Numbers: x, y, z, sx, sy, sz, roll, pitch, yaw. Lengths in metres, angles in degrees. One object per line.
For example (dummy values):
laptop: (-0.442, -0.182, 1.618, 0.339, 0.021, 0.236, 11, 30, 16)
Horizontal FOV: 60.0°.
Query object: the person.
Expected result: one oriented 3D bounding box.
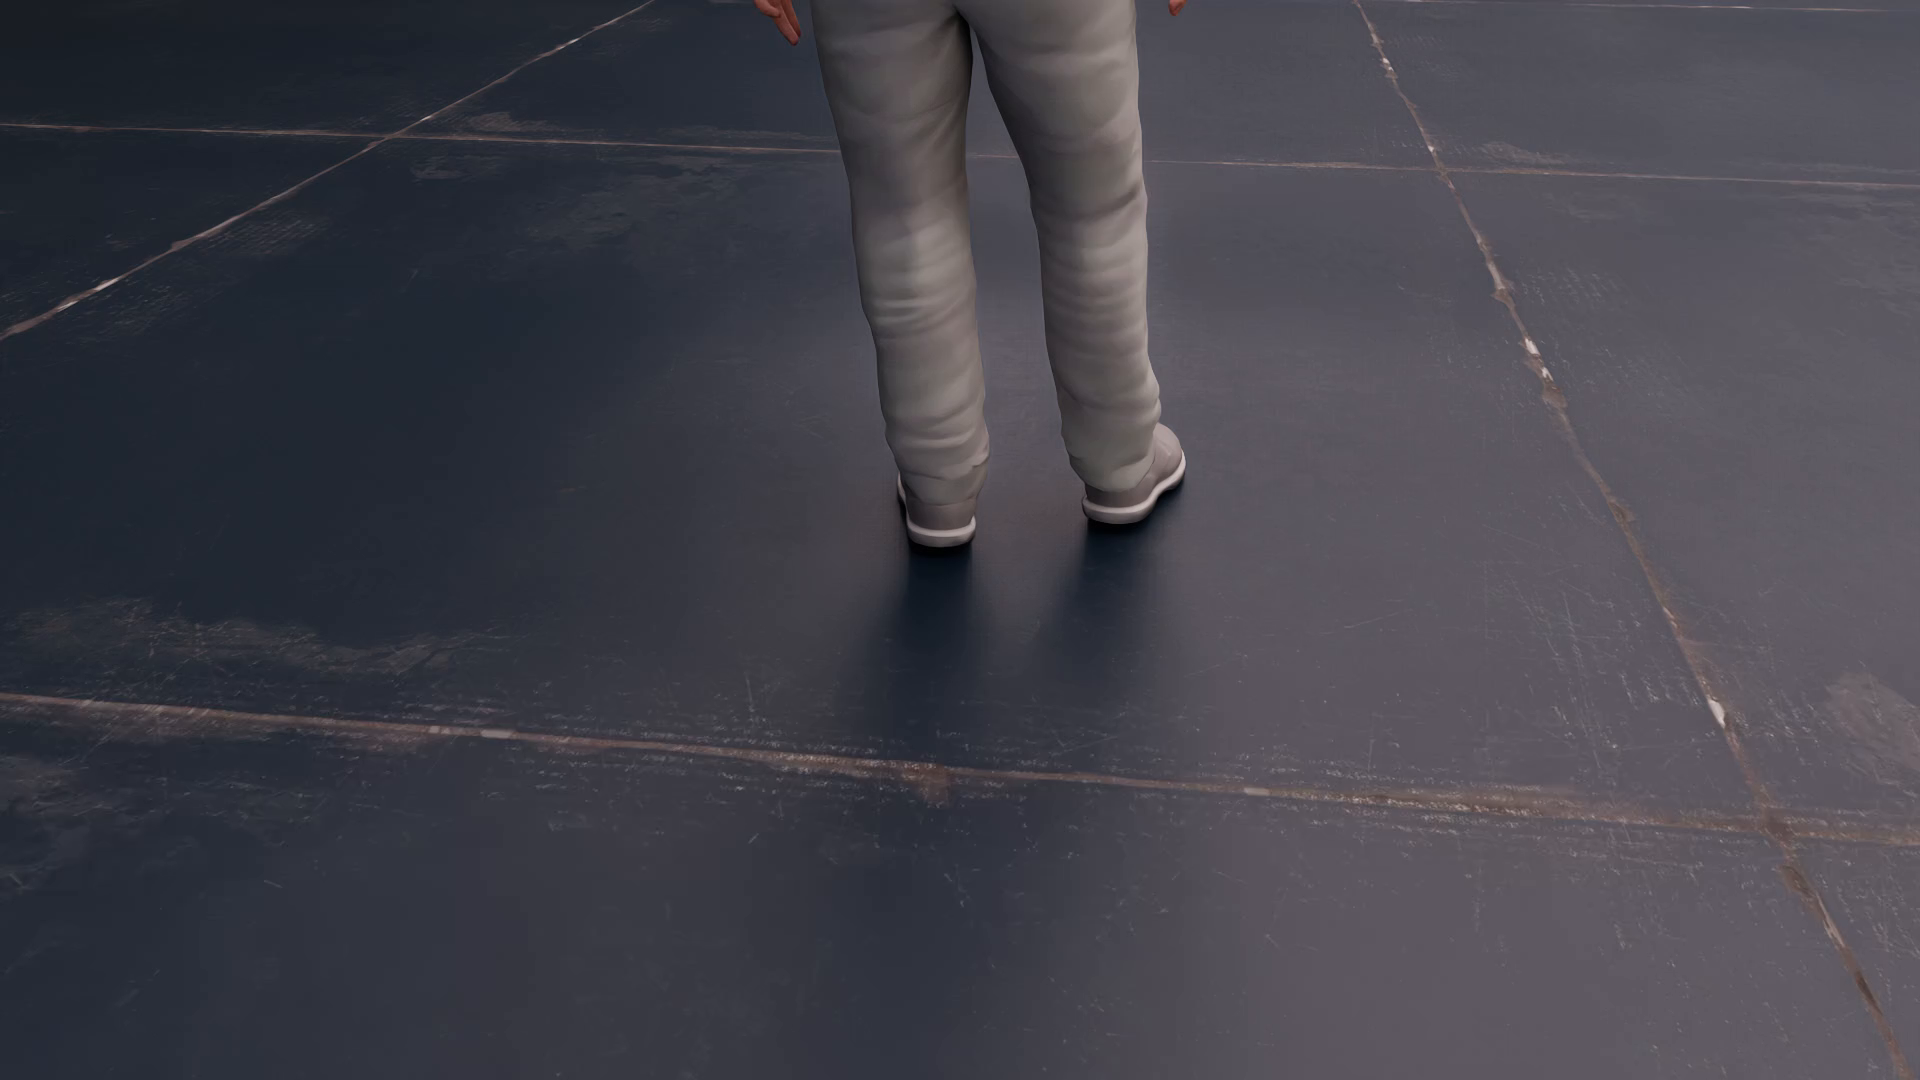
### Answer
person: (0.022, -0.837, 2.166, 0.640, 1.781, 0.575, 3, 27, 7)
